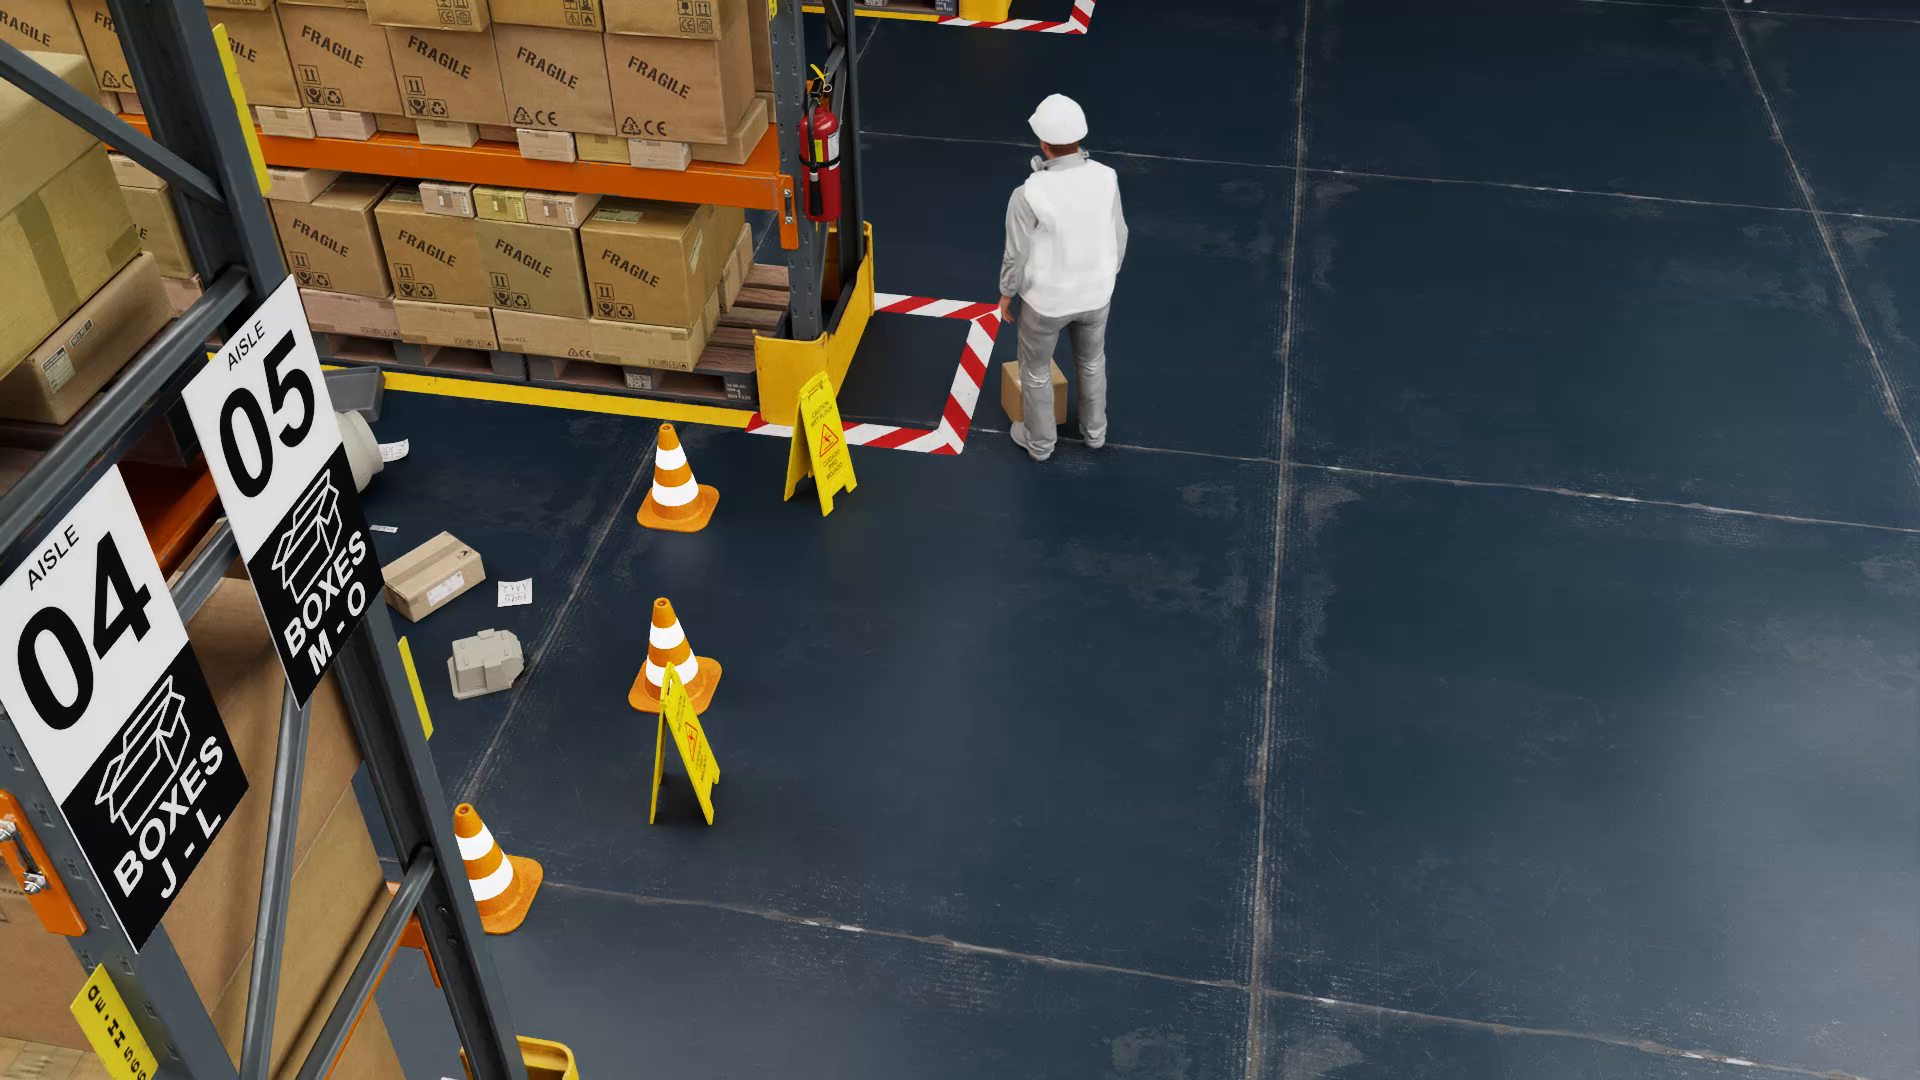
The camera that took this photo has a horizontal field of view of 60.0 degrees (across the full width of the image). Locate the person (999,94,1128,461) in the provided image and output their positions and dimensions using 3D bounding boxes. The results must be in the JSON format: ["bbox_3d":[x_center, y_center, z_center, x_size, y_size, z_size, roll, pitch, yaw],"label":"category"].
[{"bbox_3d":[0.459,-1.144,7.486,0.592,1.773,0.459,-13,42,-15],"label":"person"}]
